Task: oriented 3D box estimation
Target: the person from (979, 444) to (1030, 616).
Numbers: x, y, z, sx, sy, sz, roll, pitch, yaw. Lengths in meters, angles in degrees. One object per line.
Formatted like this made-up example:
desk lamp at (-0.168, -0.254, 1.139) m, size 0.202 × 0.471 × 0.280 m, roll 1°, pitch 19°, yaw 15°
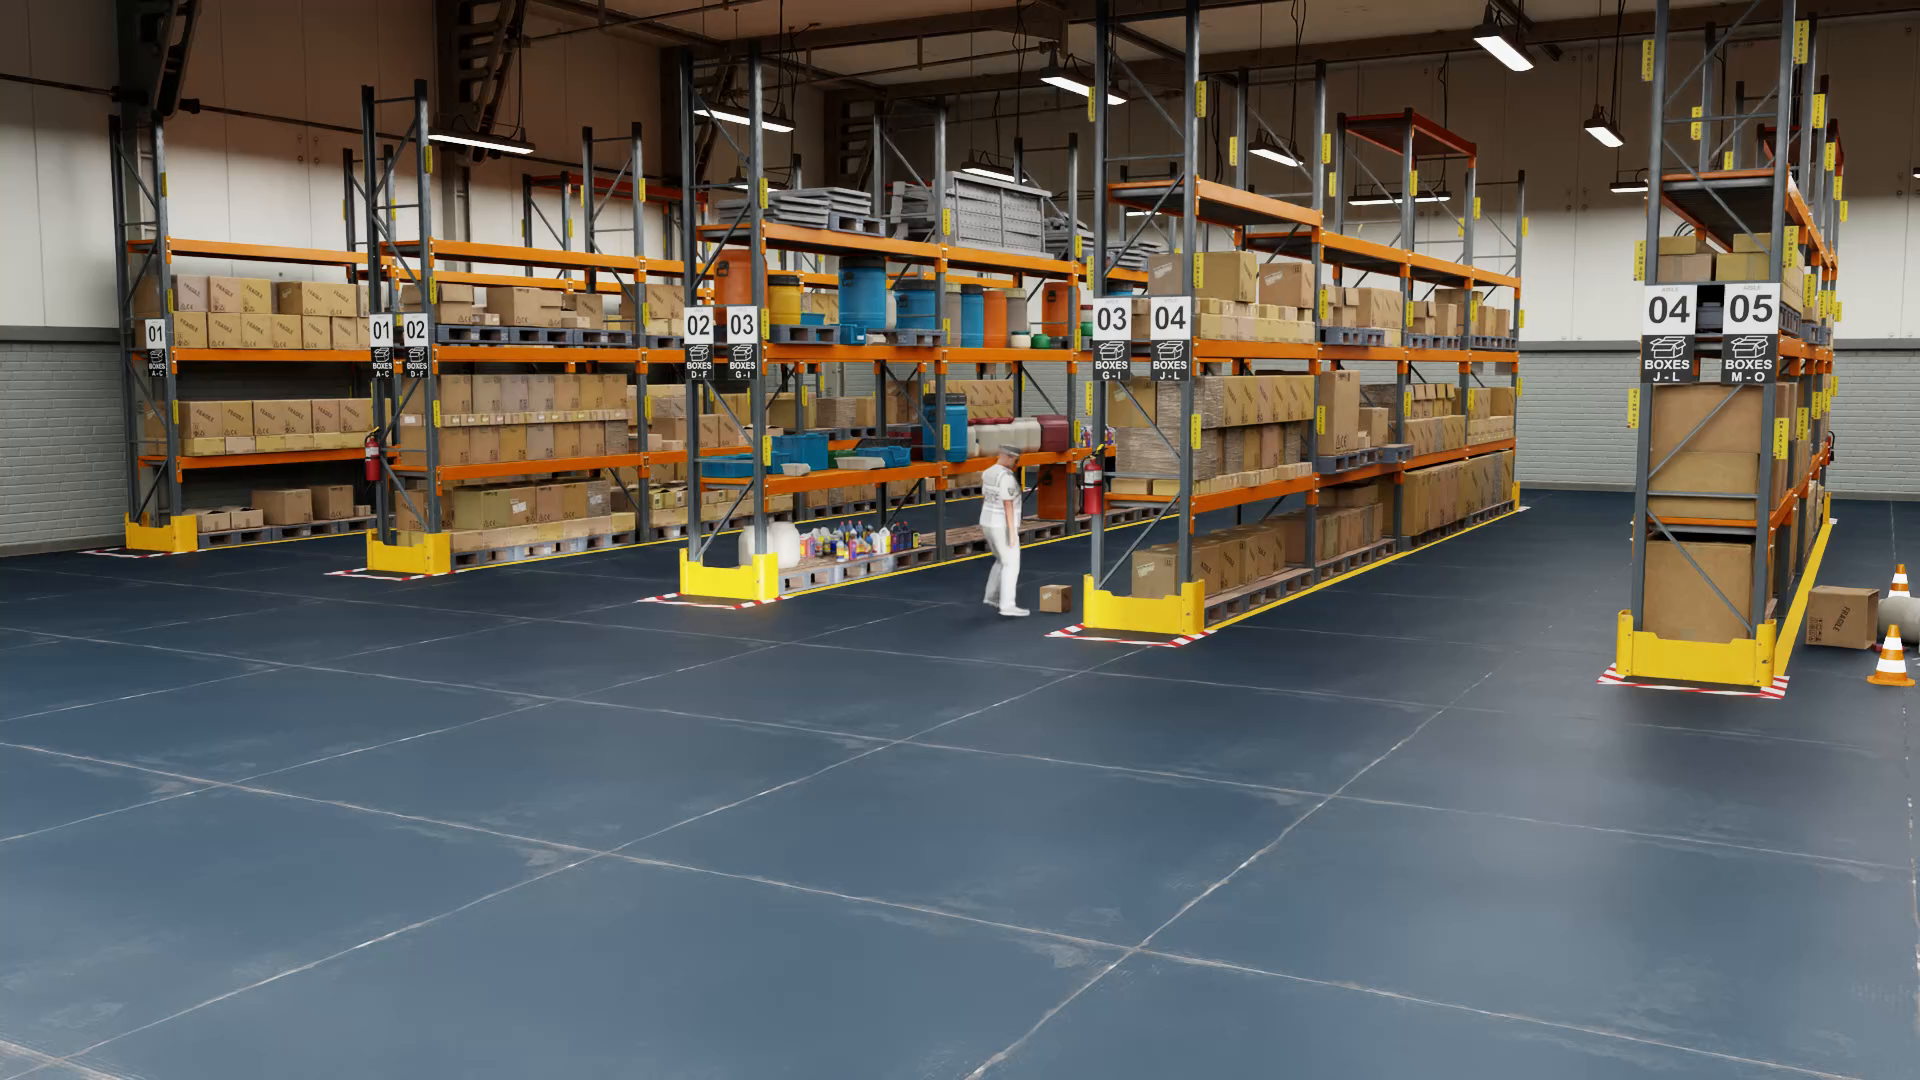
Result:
person at (0.439, -0.110, 17.013) m, size 0.425 × 1.742 × 0.606 m, roll -3°, pitch 7°, yaw -27°
